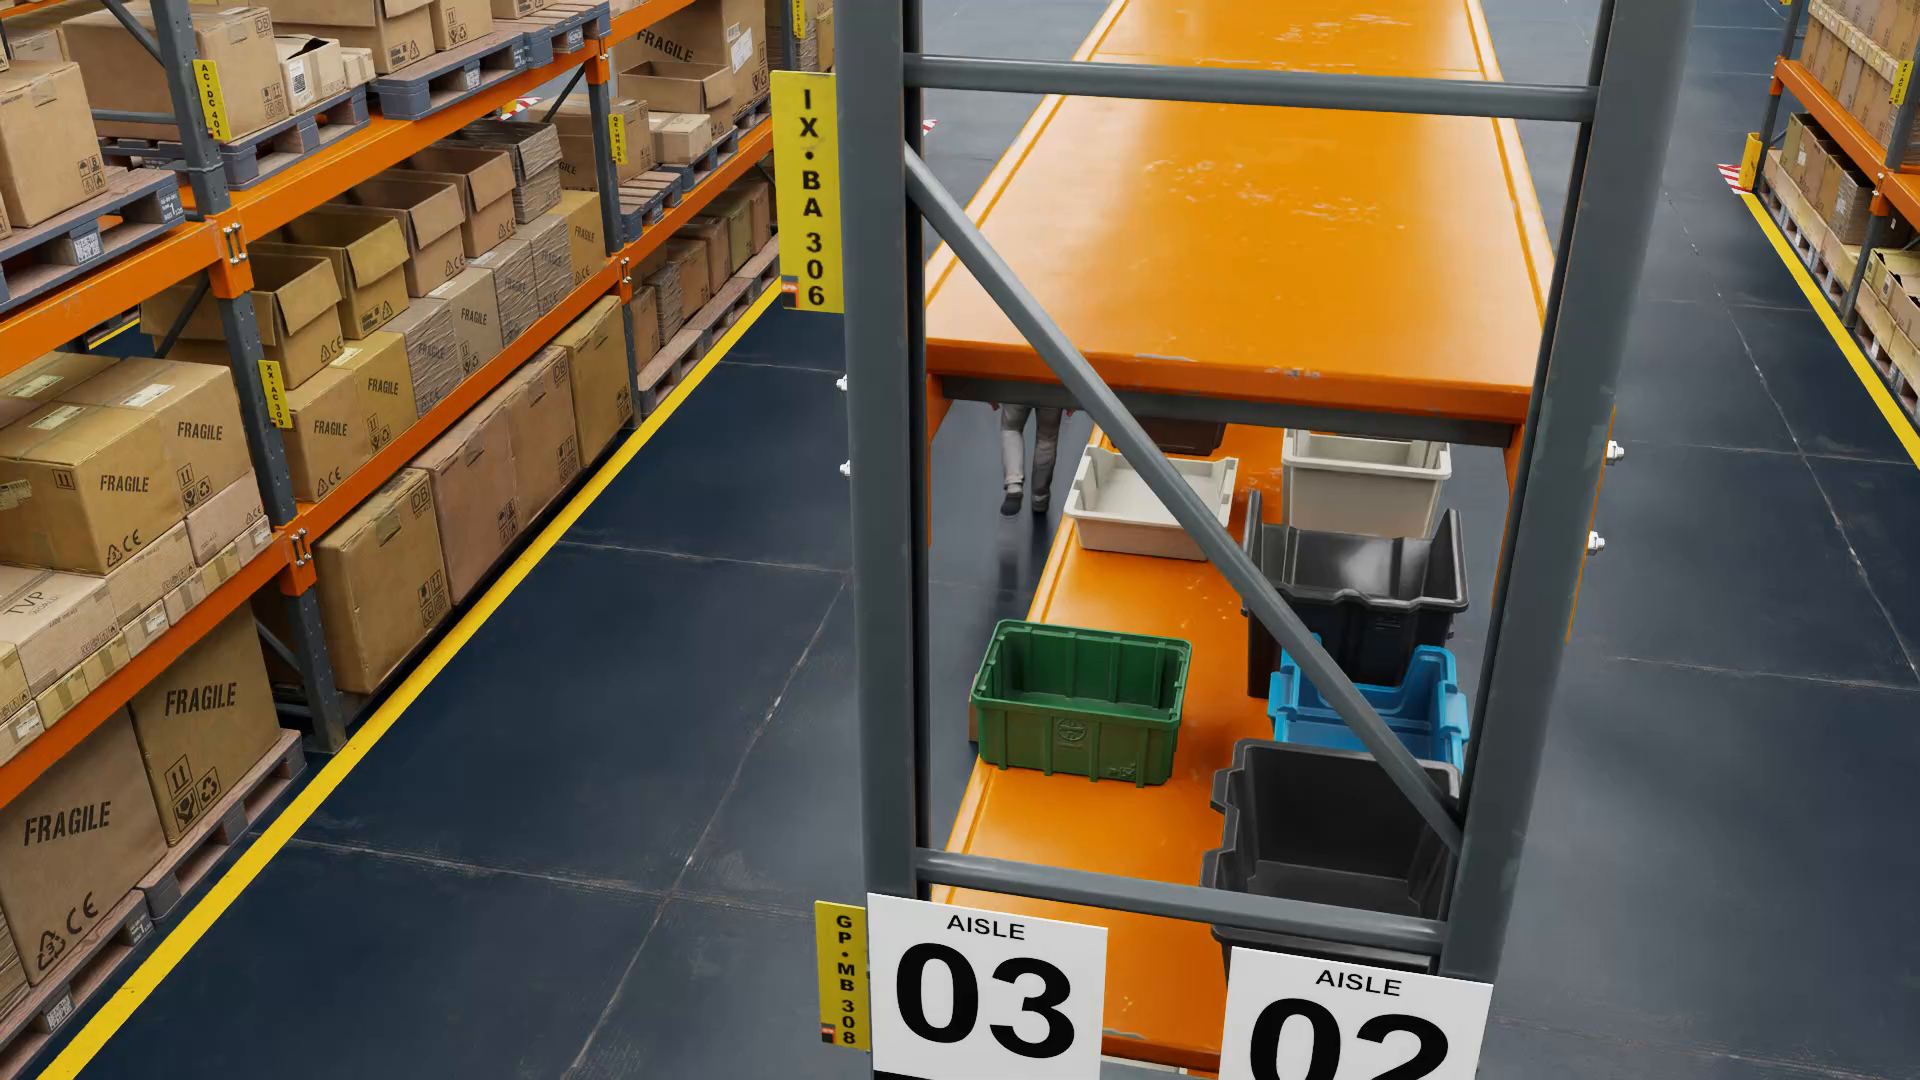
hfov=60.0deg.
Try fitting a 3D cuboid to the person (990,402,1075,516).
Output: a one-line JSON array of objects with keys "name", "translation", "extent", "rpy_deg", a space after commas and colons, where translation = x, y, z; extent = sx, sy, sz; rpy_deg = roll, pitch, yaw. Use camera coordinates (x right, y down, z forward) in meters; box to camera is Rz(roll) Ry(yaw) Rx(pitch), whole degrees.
[{"name": "person", "translation": [0.466, -0.951, 10.285], "extent": [0.571, 1.755, 0.602], "rpy_deg": [2, 29, 4]}]
